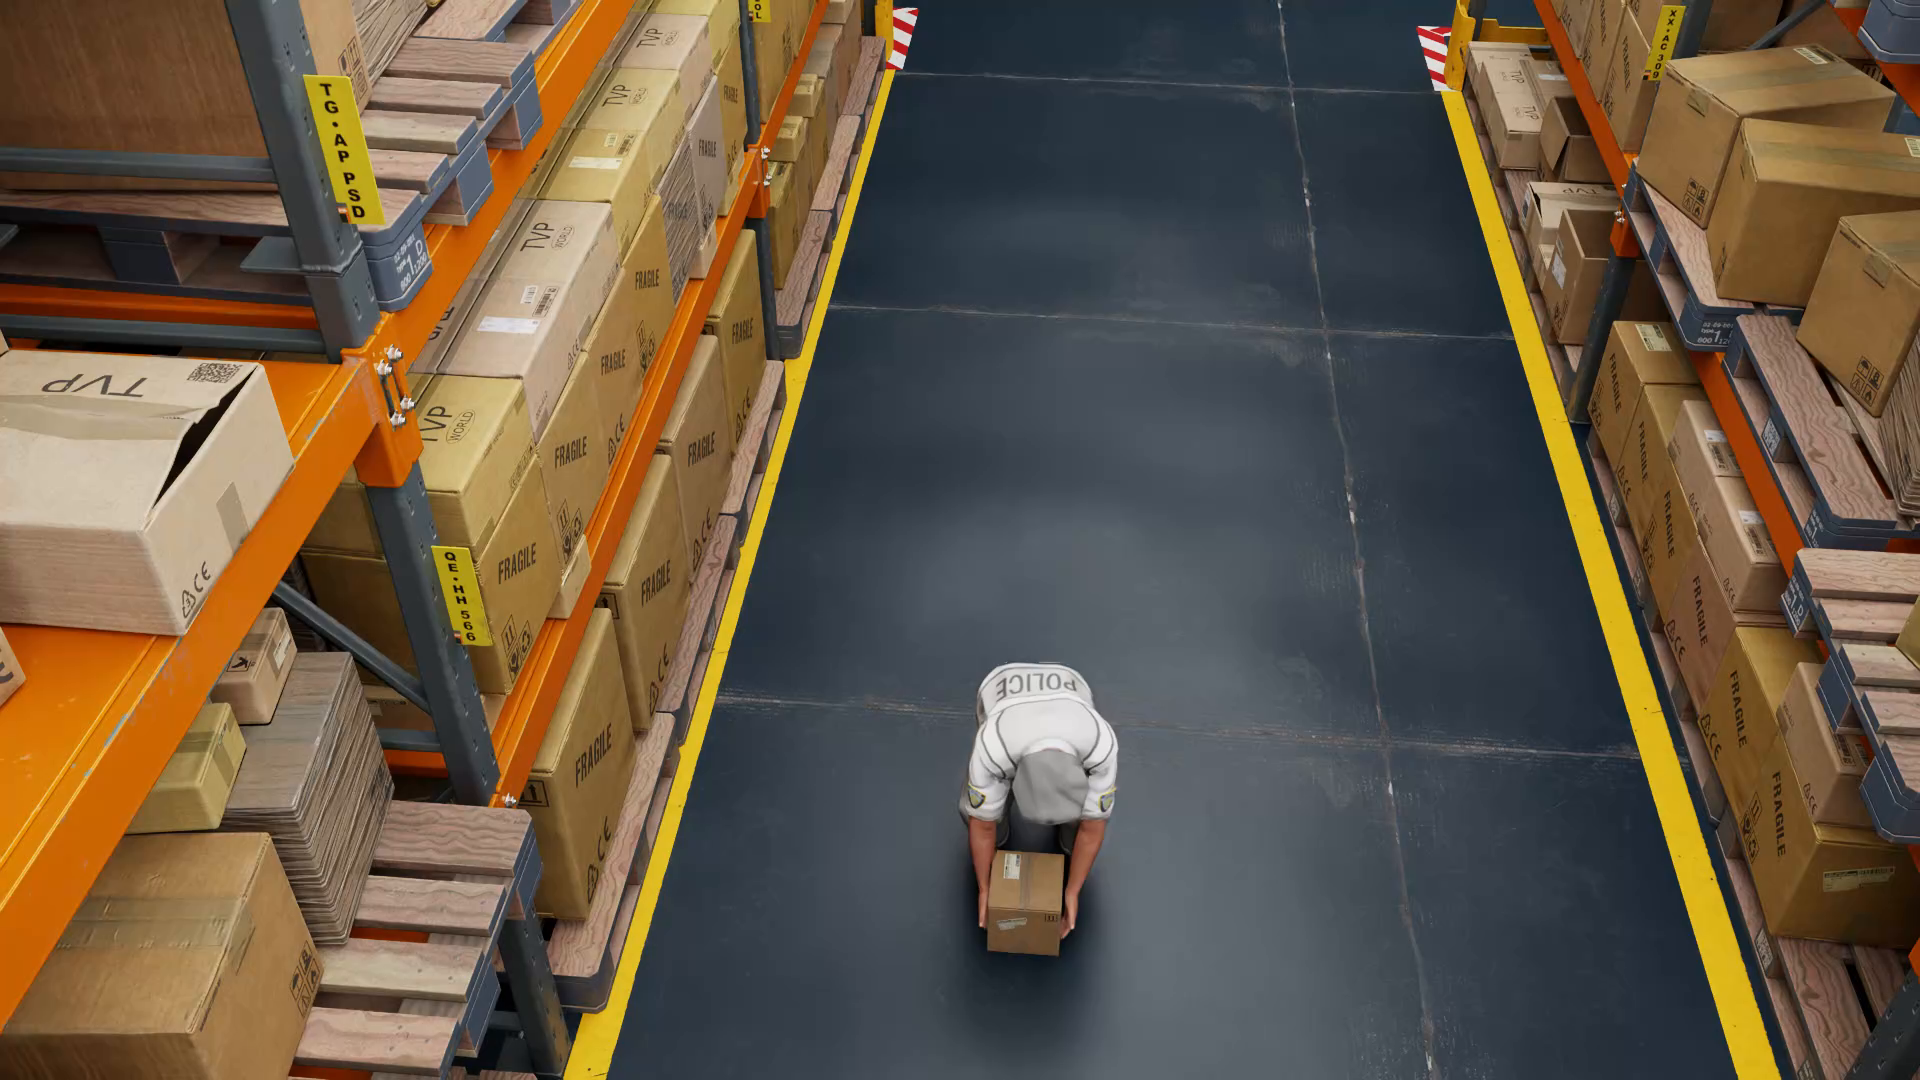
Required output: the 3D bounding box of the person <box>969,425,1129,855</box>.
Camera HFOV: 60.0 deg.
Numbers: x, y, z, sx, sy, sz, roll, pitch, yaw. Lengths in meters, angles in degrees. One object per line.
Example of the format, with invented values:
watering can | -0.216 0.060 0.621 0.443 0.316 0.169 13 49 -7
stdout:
person | 0.288 0.381 5.672 0.524 1.774 0.536 3 40 3
